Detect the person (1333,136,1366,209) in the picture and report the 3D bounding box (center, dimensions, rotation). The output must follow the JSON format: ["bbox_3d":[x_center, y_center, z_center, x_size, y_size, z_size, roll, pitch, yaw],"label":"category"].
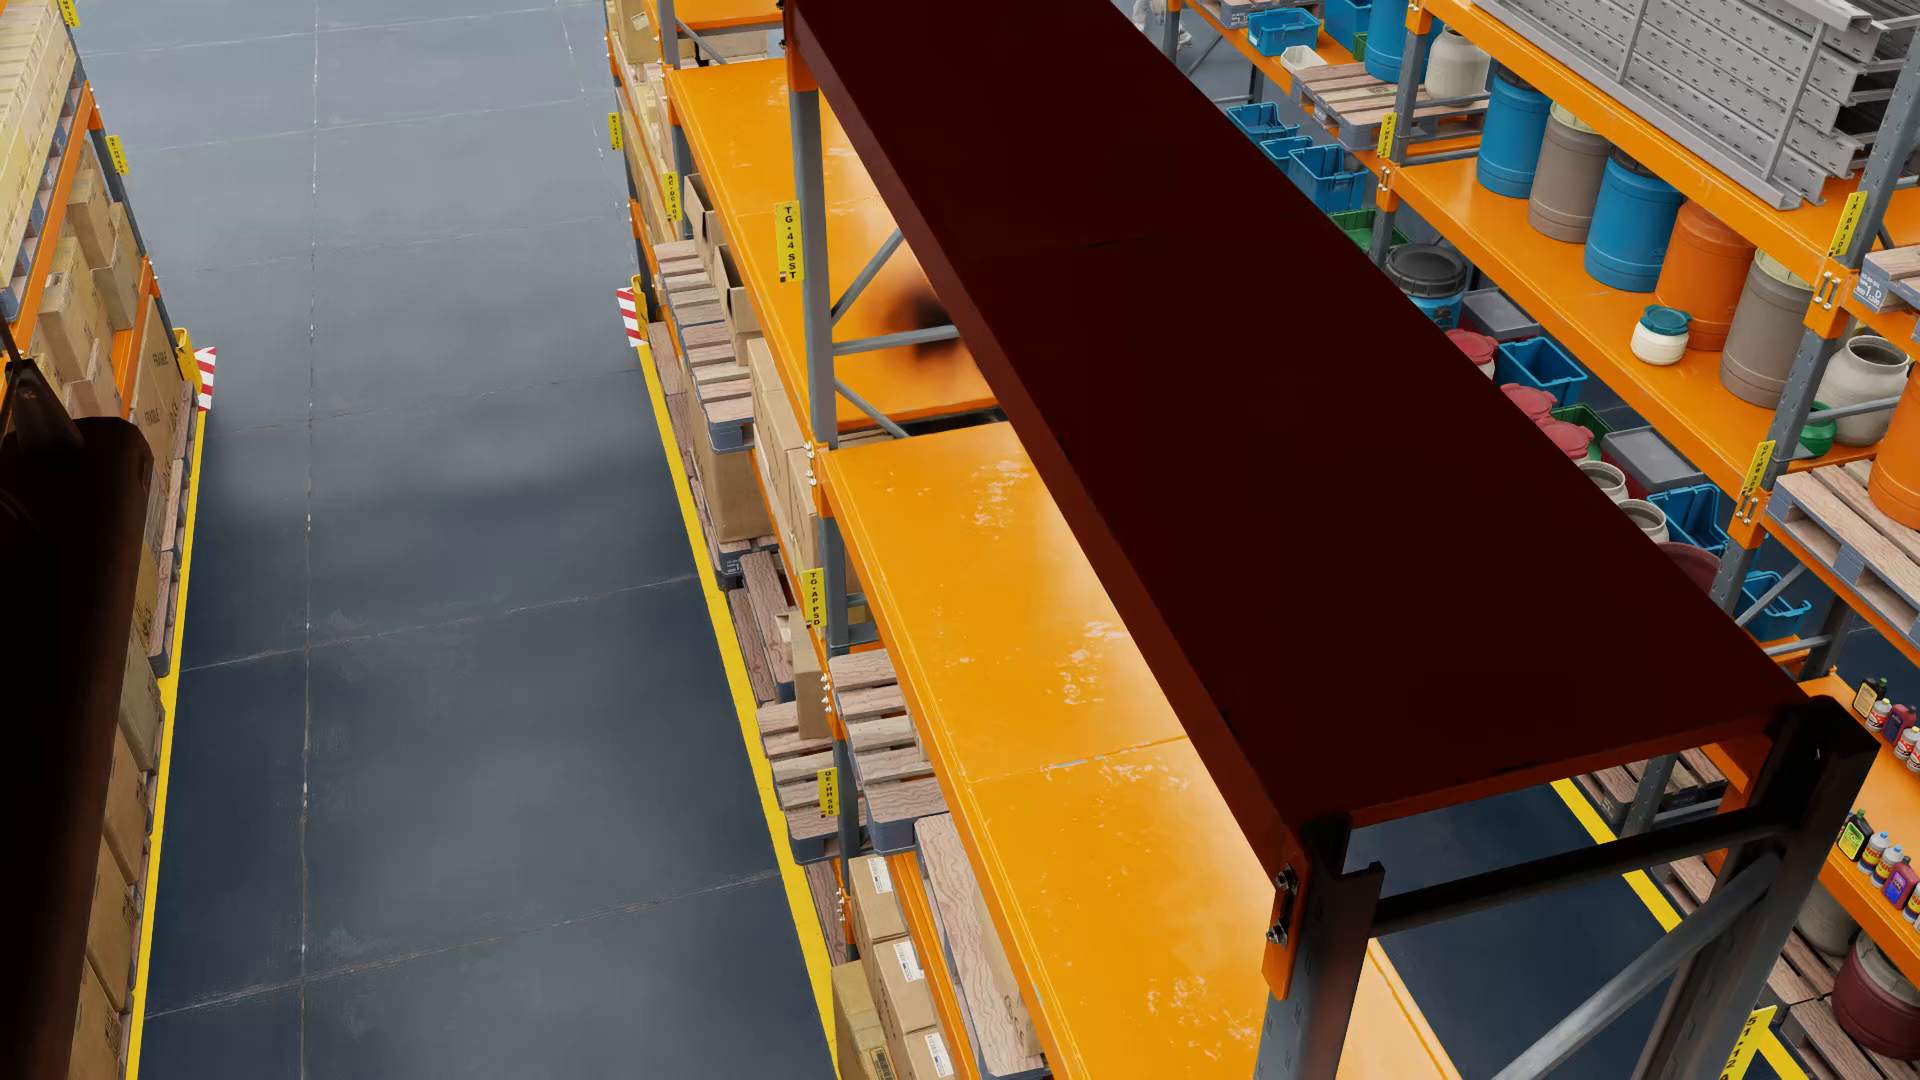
[{"bbox_3d":[3.777,-3.683,16.220,0.604,1.596,0.612,-24,44,-27],"label":"person"}]

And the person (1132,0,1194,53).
[{"bbox_3d":[2.313,-6.581,19.664,0.945,1.807,0.651,1,38,2],"label":"person"}]
